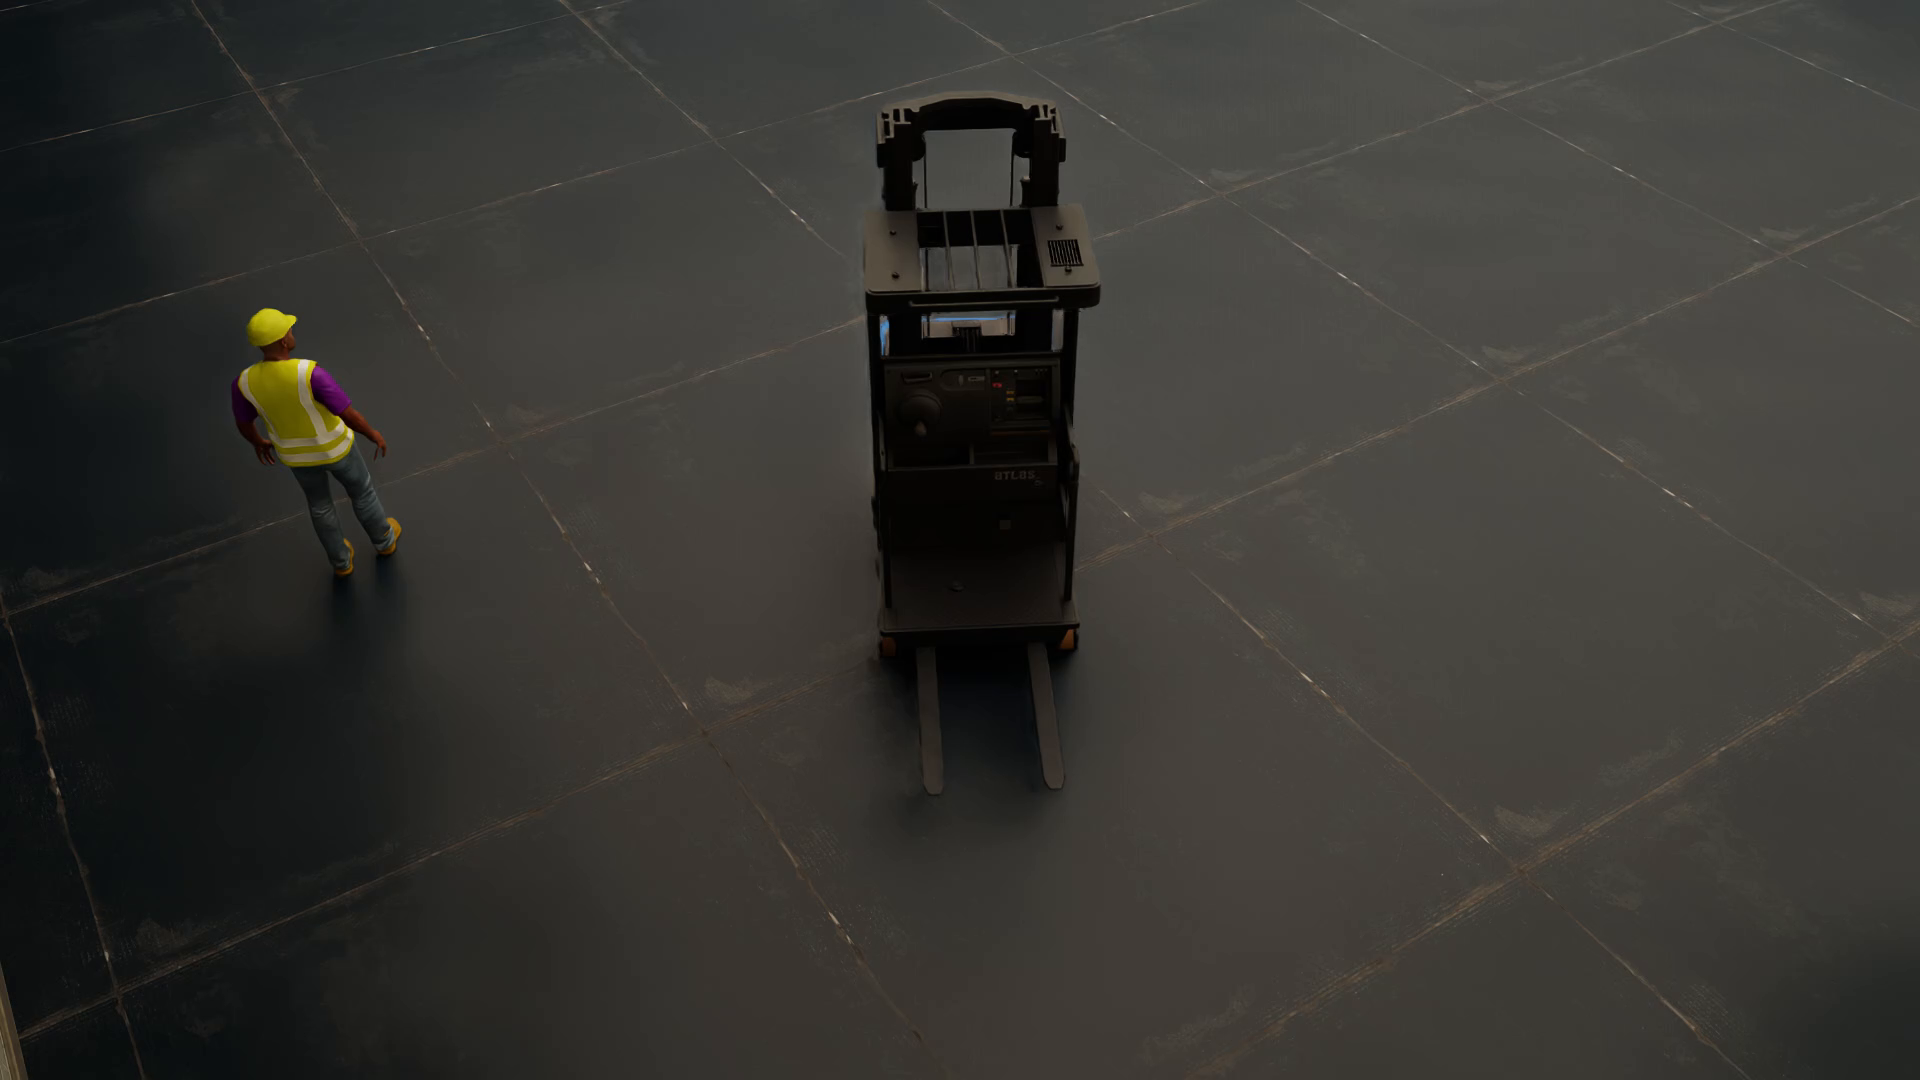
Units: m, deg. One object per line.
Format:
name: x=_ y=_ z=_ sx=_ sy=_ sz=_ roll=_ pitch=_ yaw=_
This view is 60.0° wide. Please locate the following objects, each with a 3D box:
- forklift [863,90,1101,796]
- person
forklift: x=0.082 y=-0.669 z=8.637 sx=1.130 sy=2.935 sz=3.031 roll=-2 pitch=41 yaw=-3
person: x=-3.630 y=-0.580 z=9.426 sx=0.753 sy=1.761 sz=0.541 roll=-3 pitch=41 yaw=-4
